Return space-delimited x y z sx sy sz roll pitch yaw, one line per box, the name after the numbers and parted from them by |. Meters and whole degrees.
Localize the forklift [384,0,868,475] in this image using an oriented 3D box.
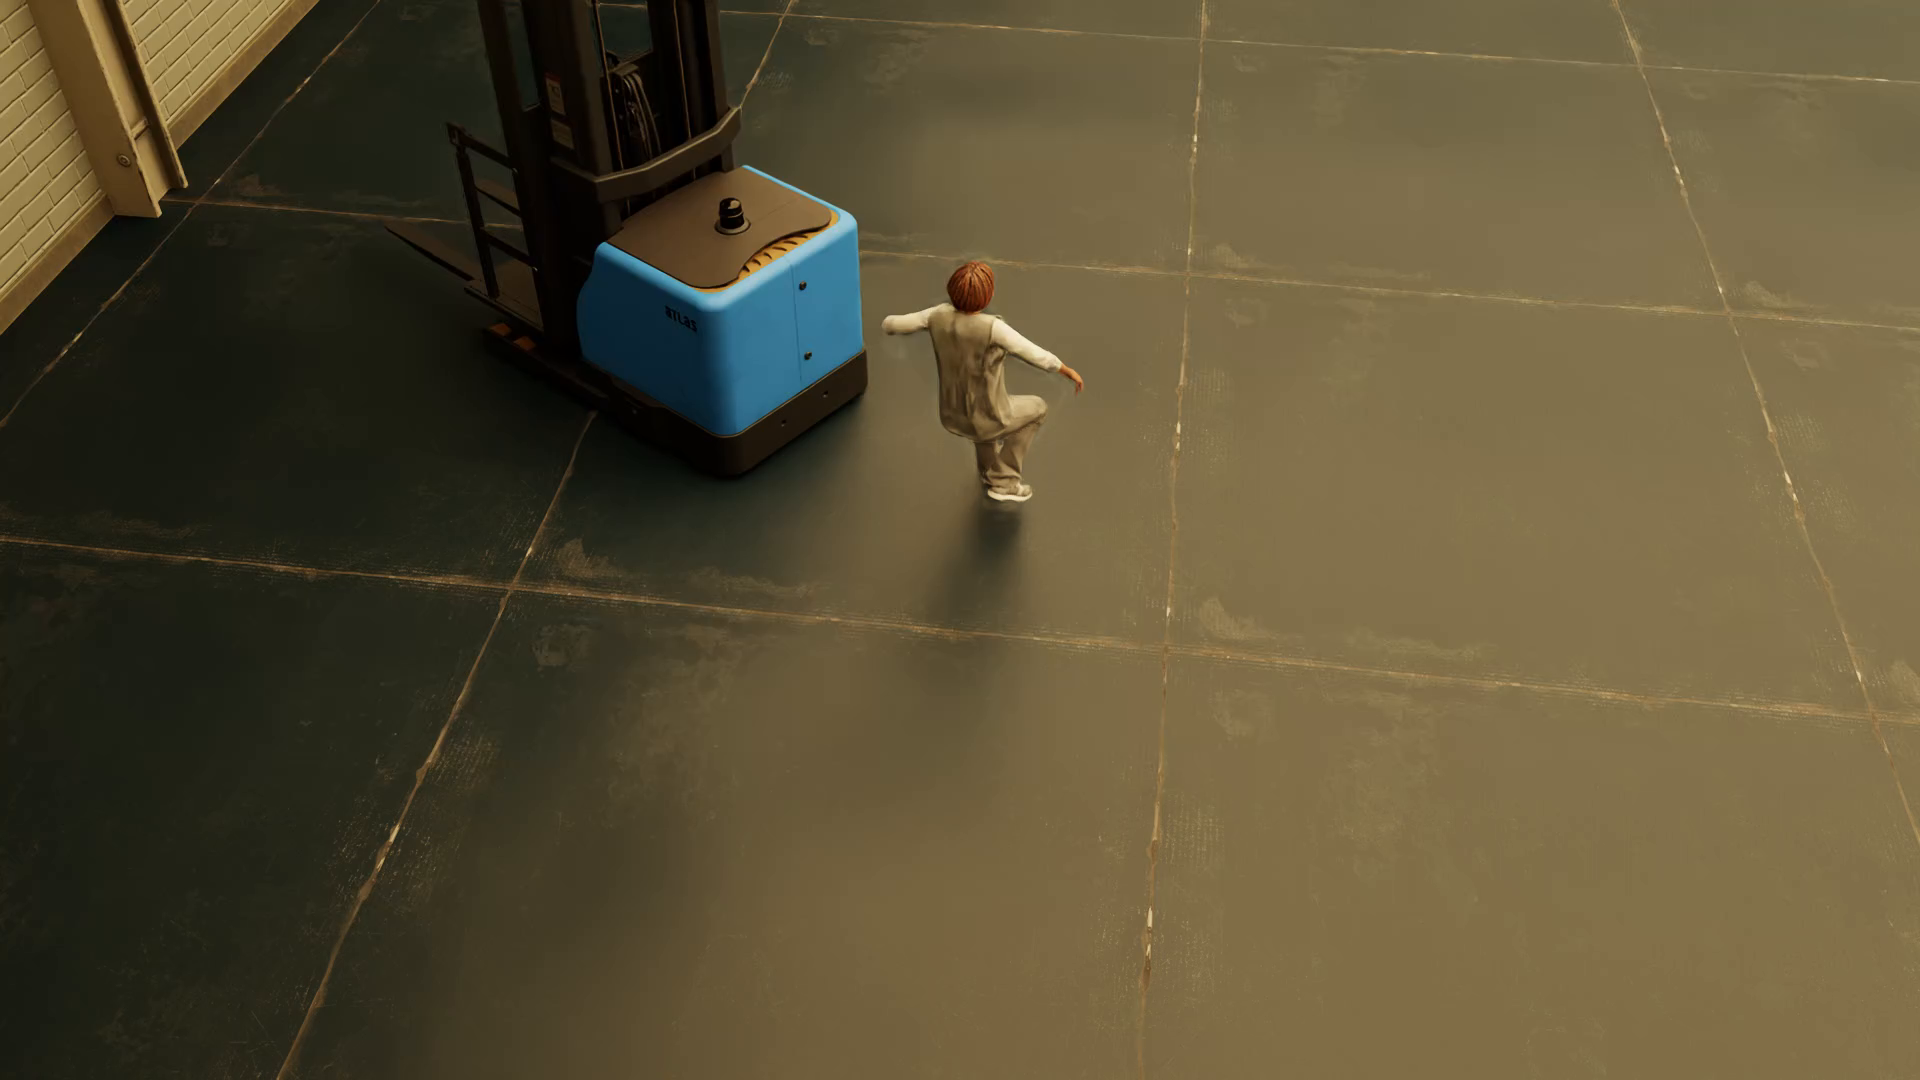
-1.933 -2.242 8.165 3.031 2.935 1.130 30 50 28 | forklift

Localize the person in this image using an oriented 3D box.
0.140 -0.735 7.609 0.960 1.446 0.691 24 48 24 | person
